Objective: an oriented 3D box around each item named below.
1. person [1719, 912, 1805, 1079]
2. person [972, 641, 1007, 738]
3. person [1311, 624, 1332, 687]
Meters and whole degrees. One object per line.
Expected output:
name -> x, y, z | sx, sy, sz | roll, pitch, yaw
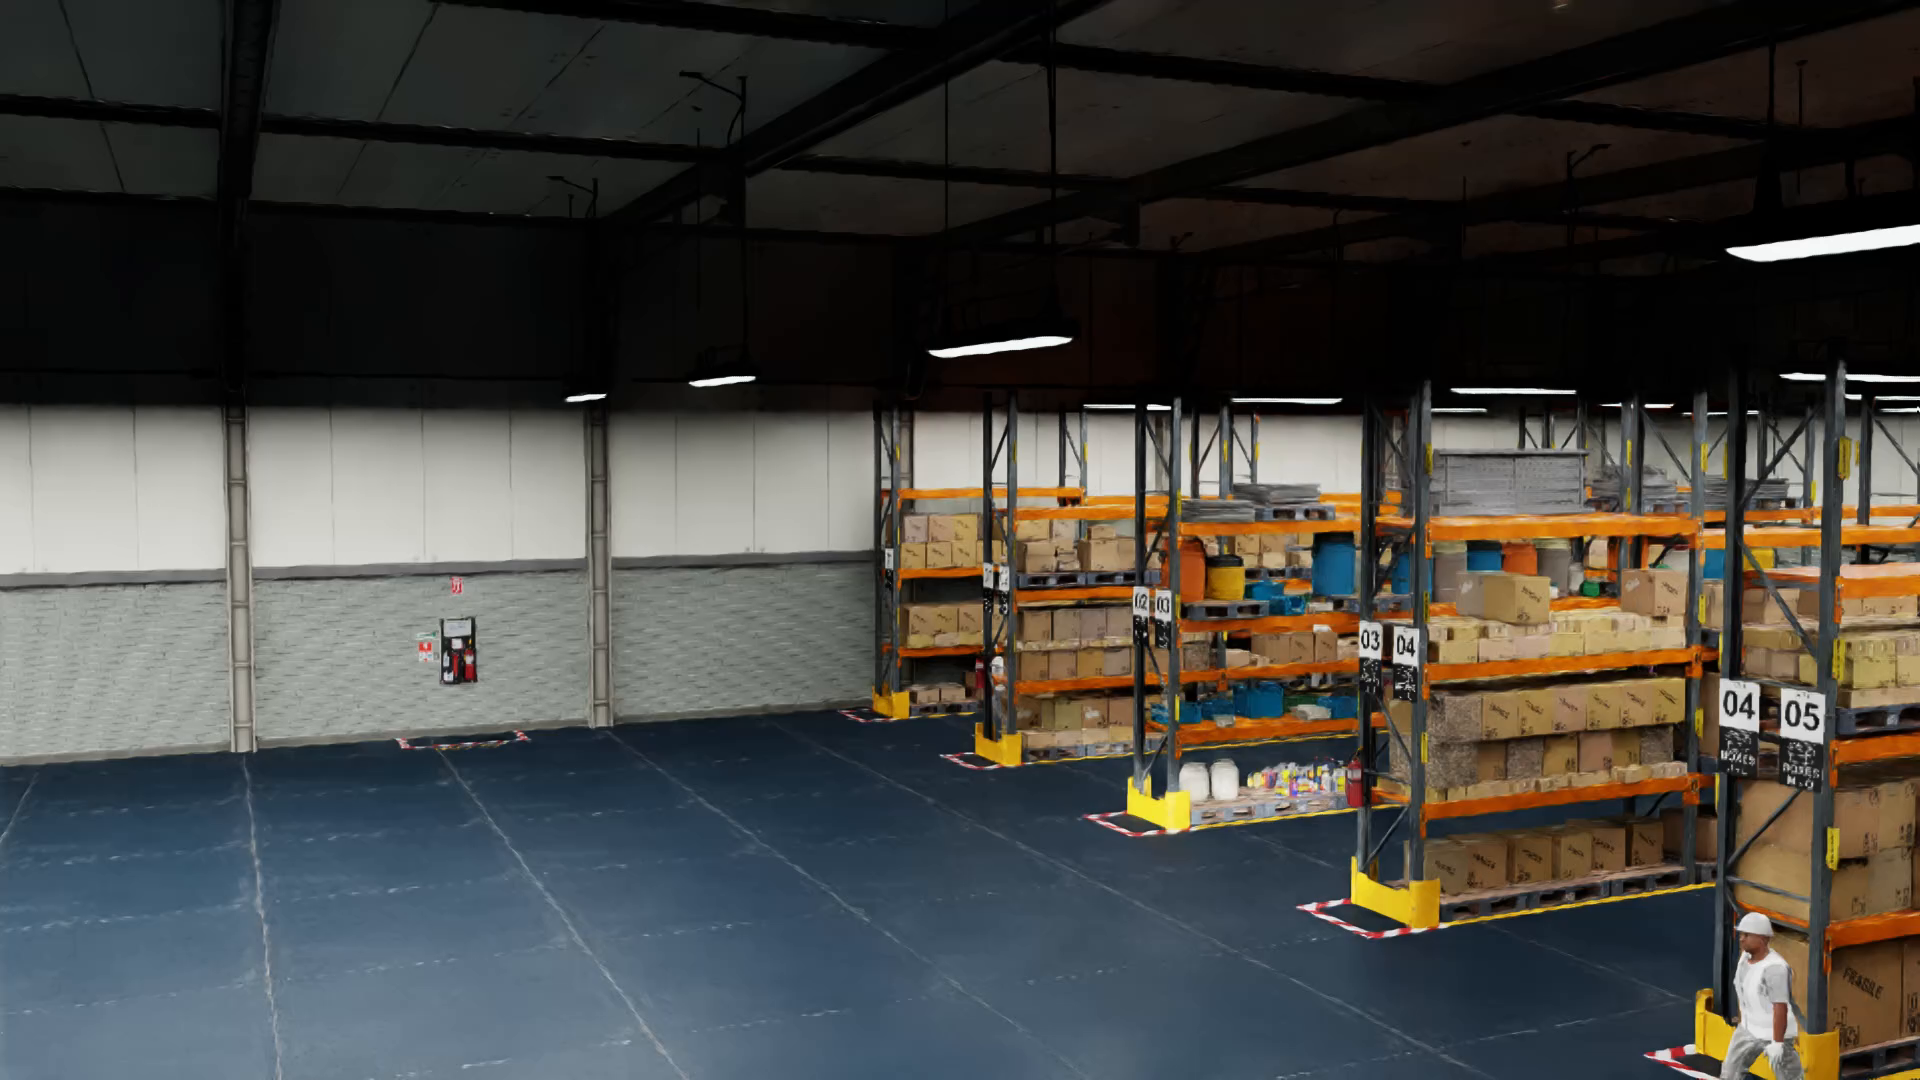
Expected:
person -> 5.859, 3.588, 12.178 | 0.964, 1.741, 0.608 | 0, 3, -1
person -> 0.552, 2.610, 29.075 | 1.035, 1.709, 0.569 | -2, 4, -33
person -> 7.467, 2.277, 34.056 | 0.505, 1.788, 0.640 | 2, 4, 36
